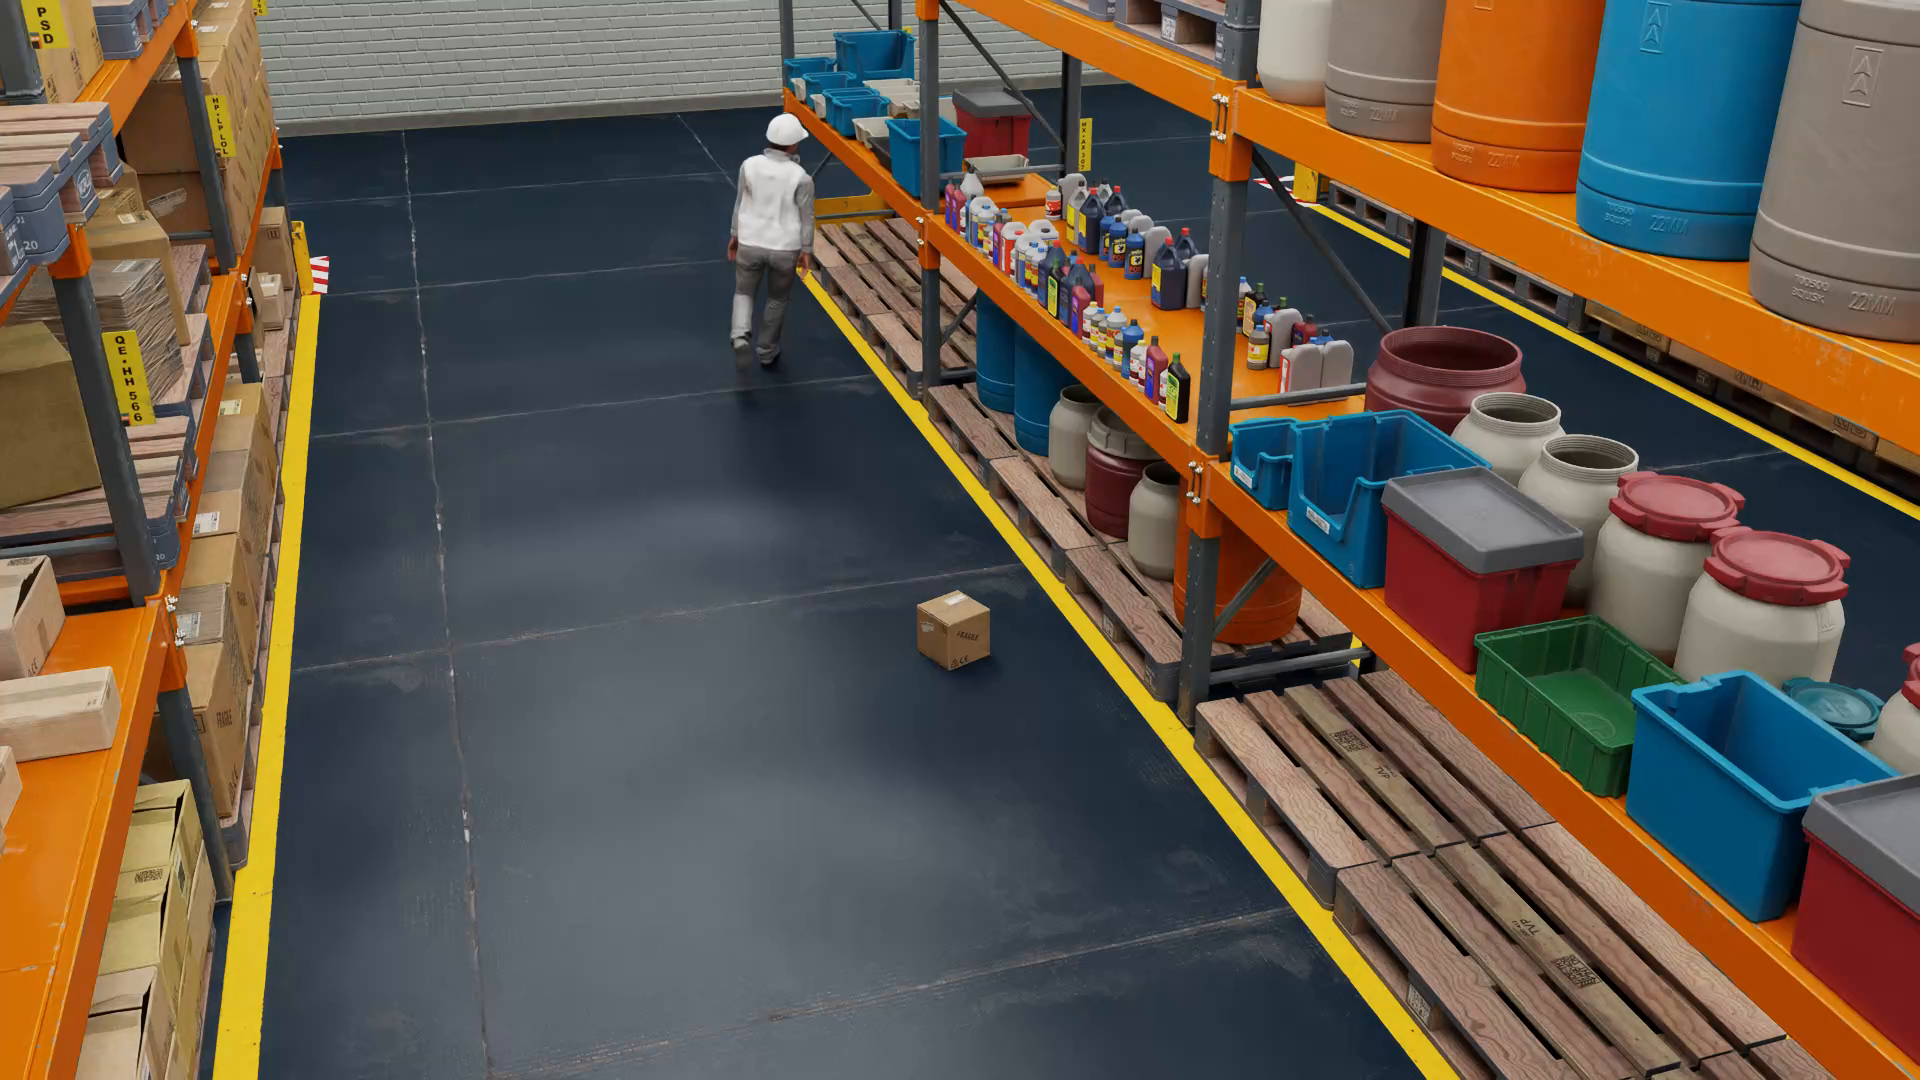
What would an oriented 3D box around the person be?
[{"bbox_3d":[-1.268,-1.948,11.056,0.626,1.736,0.773,3,26,6],"label":"person"}]
